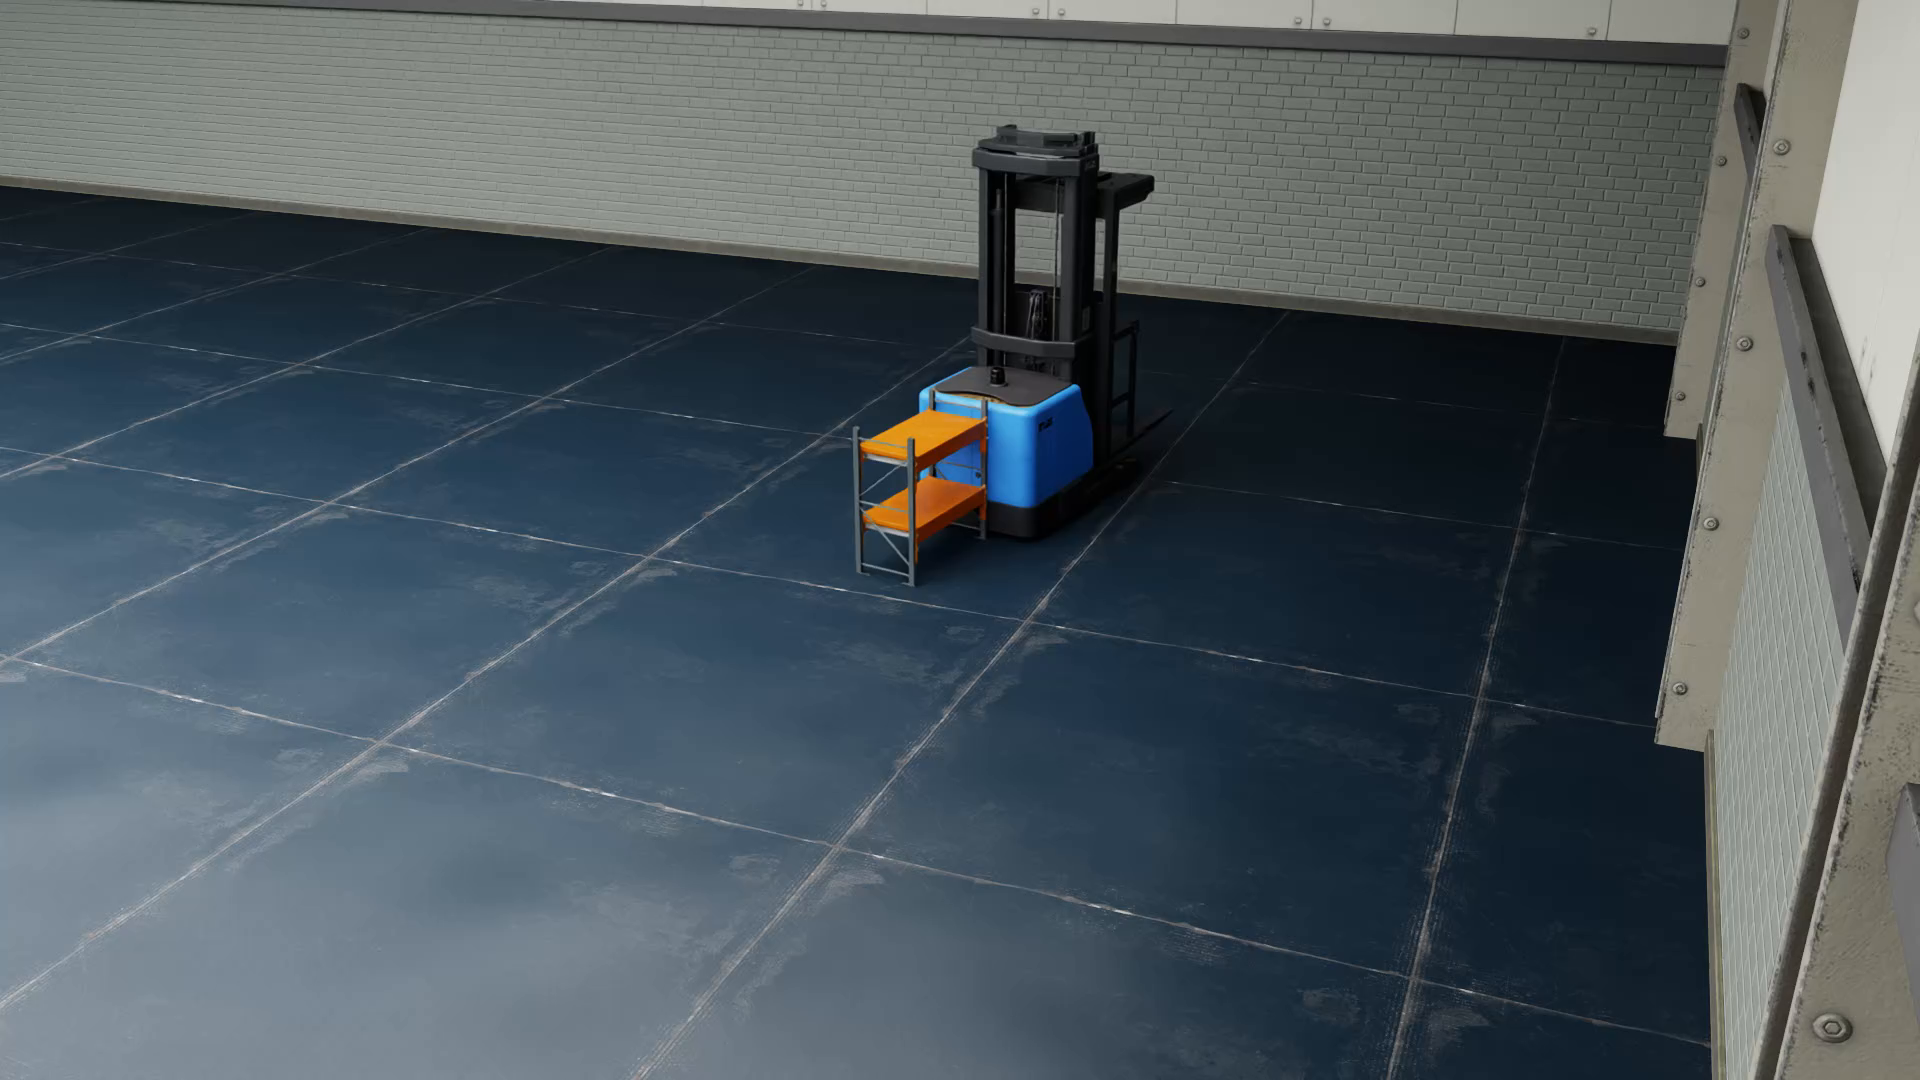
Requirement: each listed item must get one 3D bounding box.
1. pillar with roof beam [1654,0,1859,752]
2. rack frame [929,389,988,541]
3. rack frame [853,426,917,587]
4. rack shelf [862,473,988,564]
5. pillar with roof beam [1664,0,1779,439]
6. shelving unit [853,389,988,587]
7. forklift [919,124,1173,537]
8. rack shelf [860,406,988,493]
[{"bbox_3d":[0.340,-3.612,9.721,9.100,9.000,0.400,9,24,20],"label":"pillar with roof beam"},{"bbox_3d":[-0.015,-0.568,12.651,0.500,1.125,0.032,13,26,28],"label":"rack frame"},{"bbox_3d":[-0.535,-0.232,11.845,0.500,1.125,0.032,13,26,28],"label":"rack frame"},{"bbox_3d":[-0.275,-0.174,12.342,0.538,0.278,1.000,13,26,28],"label":"rack shelf"},{"bbox_3d":[2.568,-5.759,14.862,9.100,9.000,0.400,9,24,20],"label":"pillar with roof beam"},{"bbox_3d":[-0.275,-0.400,12.248,0.538,1.125,1.048,13,26,28],"label":"shelving unit"},{"bbox_3d":[0.859,-1.894,13.482,1.130,2.935,3.031,13,26,28],"label":"forklift"},{"bbox_3d":[-0.275,-0.670,12.135,0.538,0.278,1.000,13,26,28],"label":"rack shelf"}]
